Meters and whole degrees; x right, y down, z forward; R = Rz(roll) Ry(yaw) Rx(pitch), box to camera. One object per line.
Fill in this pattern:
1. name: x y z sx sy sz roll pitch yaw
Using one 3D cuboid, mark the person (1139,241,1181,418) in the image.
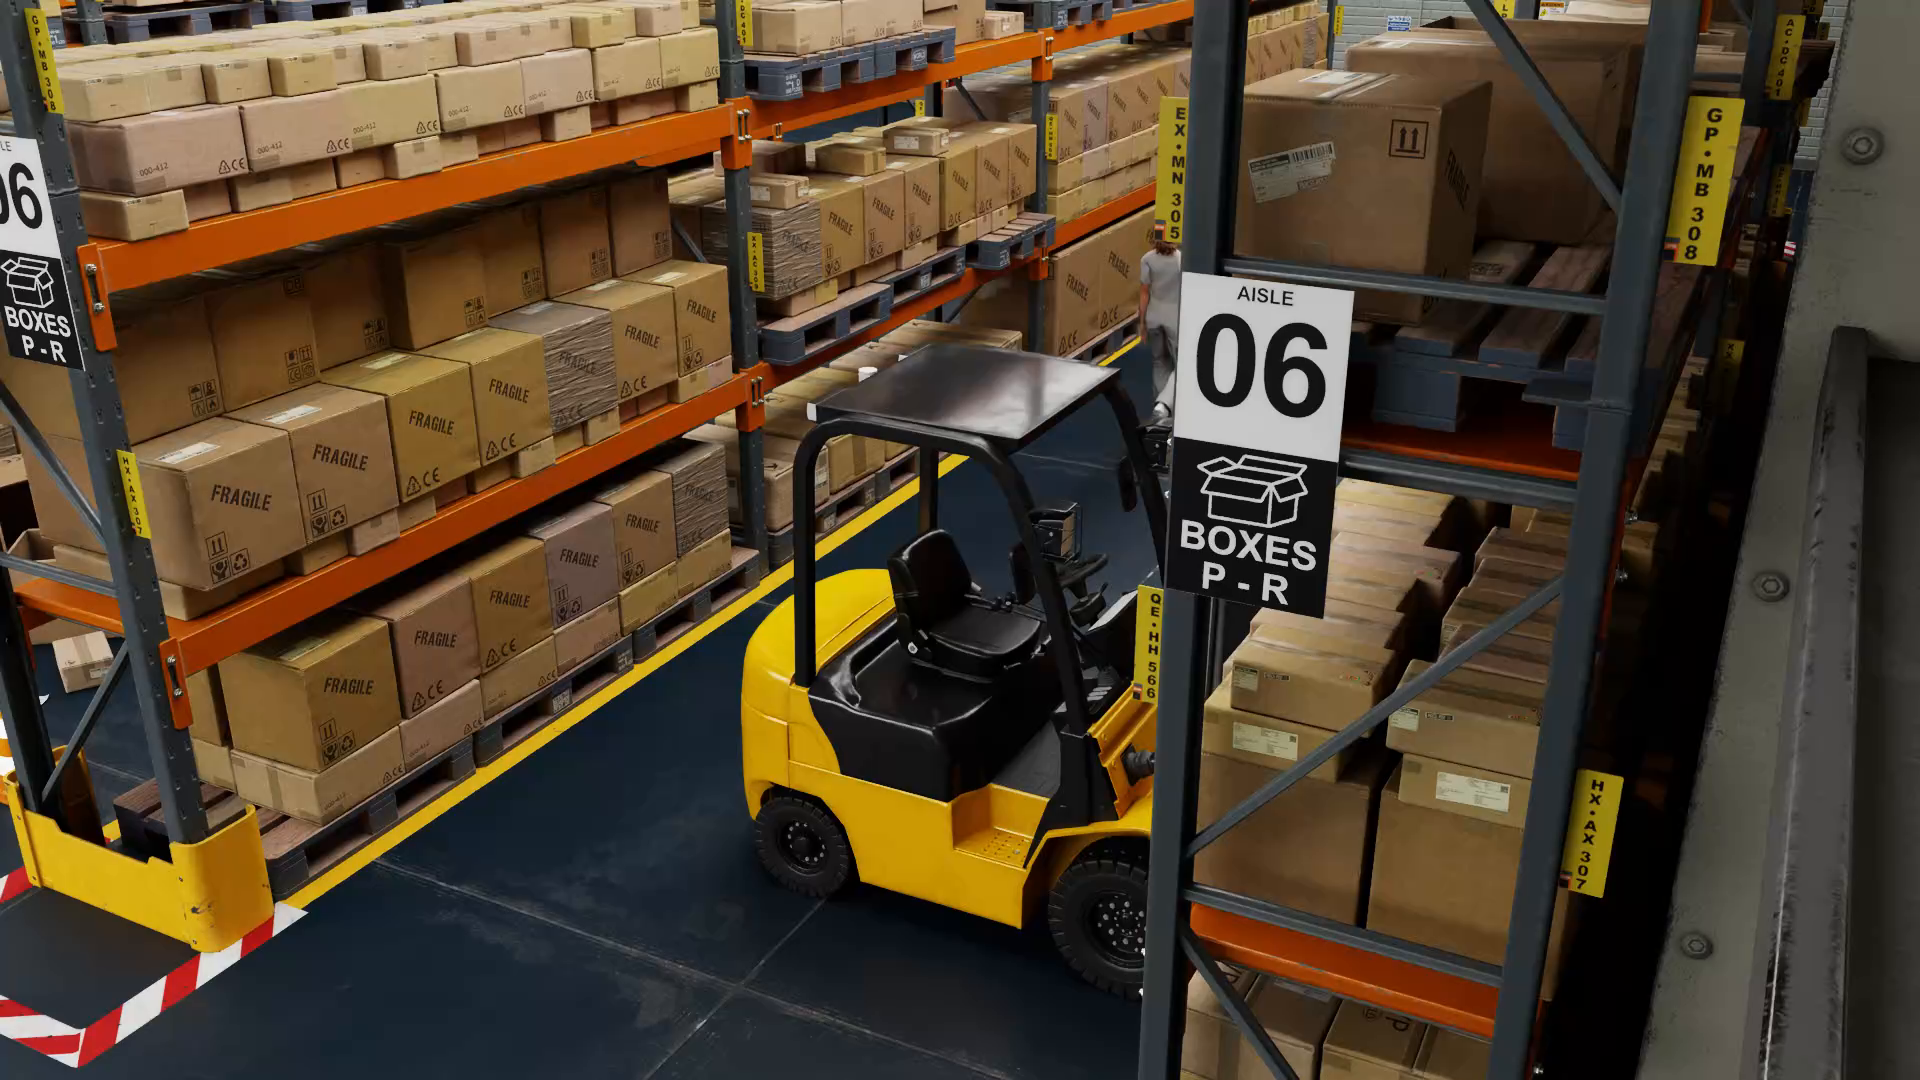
1. person: 1.503 -1.553 12.062 0.443 1.651 0.713 10 25 23
